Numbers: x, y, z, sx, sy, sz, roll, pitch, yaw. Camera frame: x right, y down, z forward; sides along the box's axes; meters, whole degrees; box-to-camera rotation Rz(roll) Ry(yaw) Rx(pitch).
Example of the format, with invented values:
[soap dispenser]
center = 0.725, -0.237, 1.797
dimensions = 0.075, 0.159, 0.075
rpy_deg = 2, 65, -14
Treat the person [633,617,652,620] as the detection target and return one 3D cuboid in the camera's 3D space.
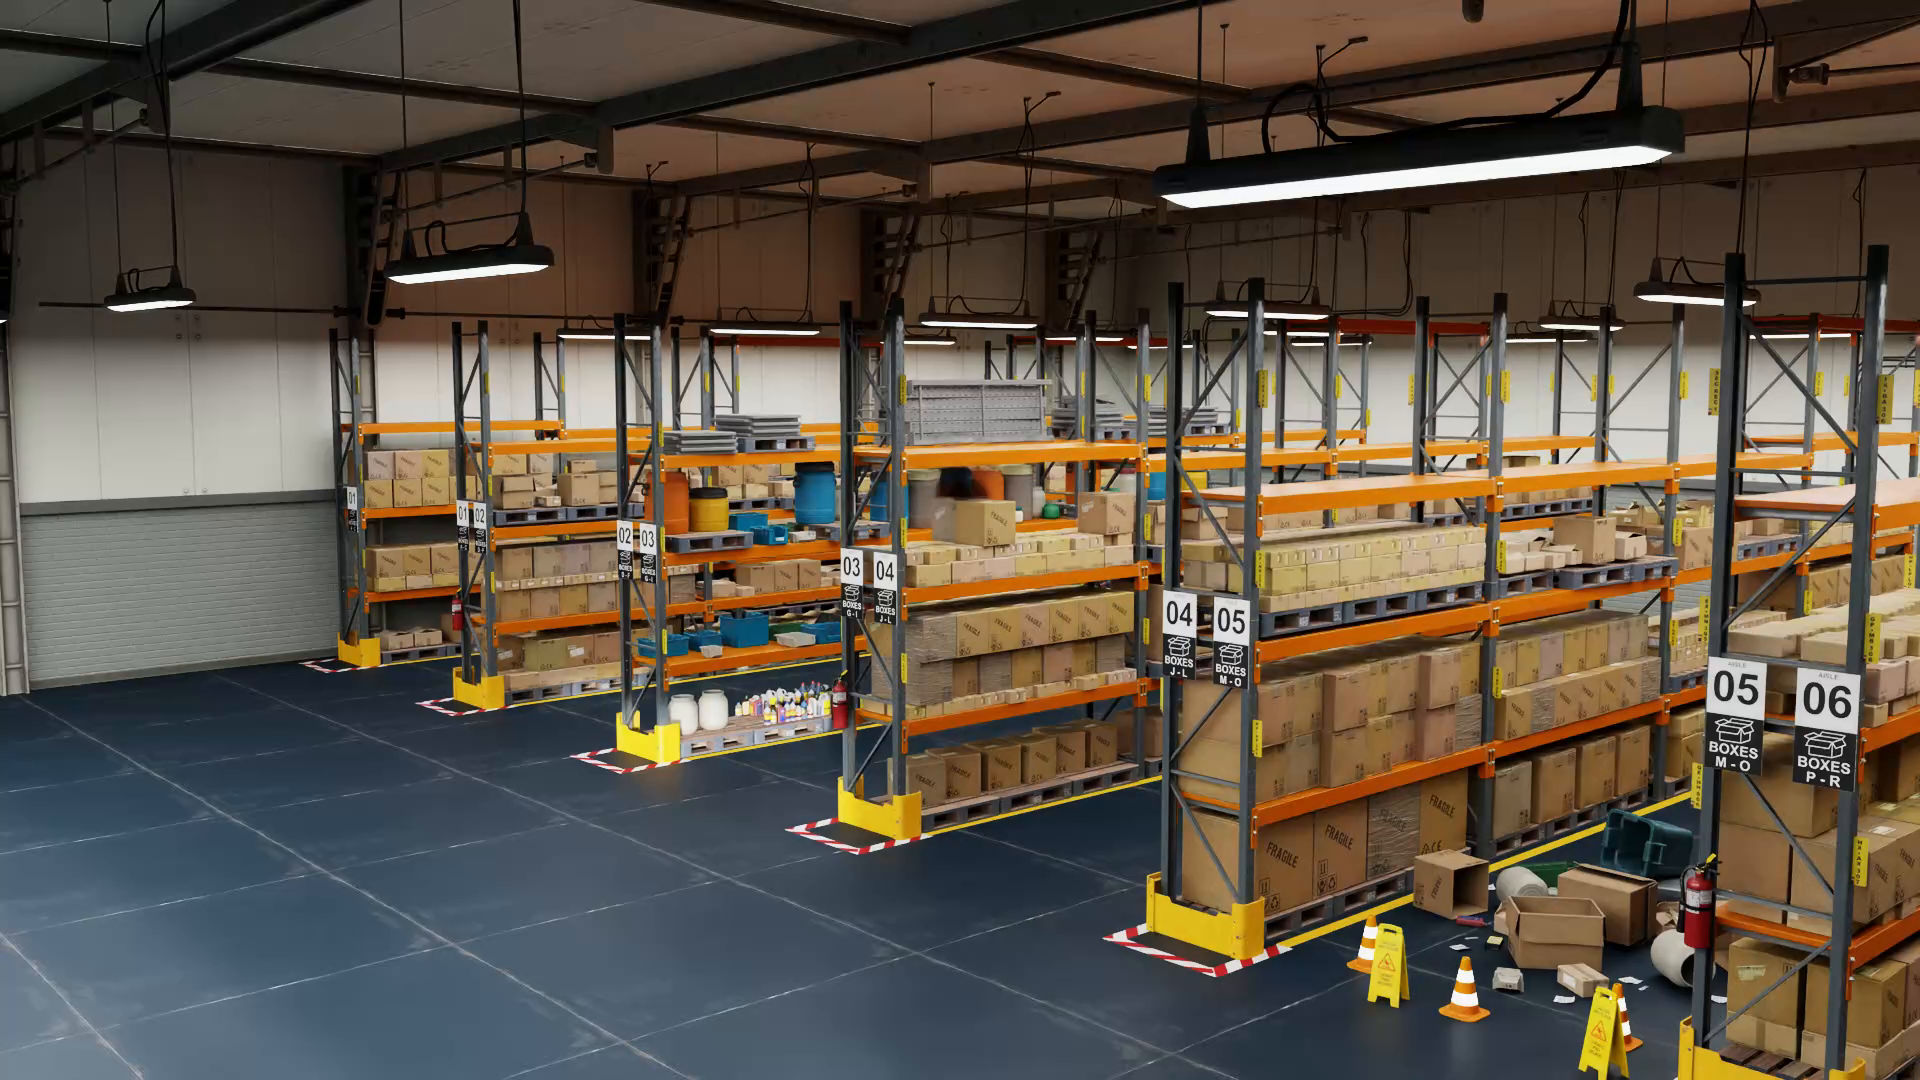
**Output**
[person]
center = -5.675, 1.339, 30.029
dimensions = 0.470, 1.717, 0.624
rpy_deg = 5, 7, 40
